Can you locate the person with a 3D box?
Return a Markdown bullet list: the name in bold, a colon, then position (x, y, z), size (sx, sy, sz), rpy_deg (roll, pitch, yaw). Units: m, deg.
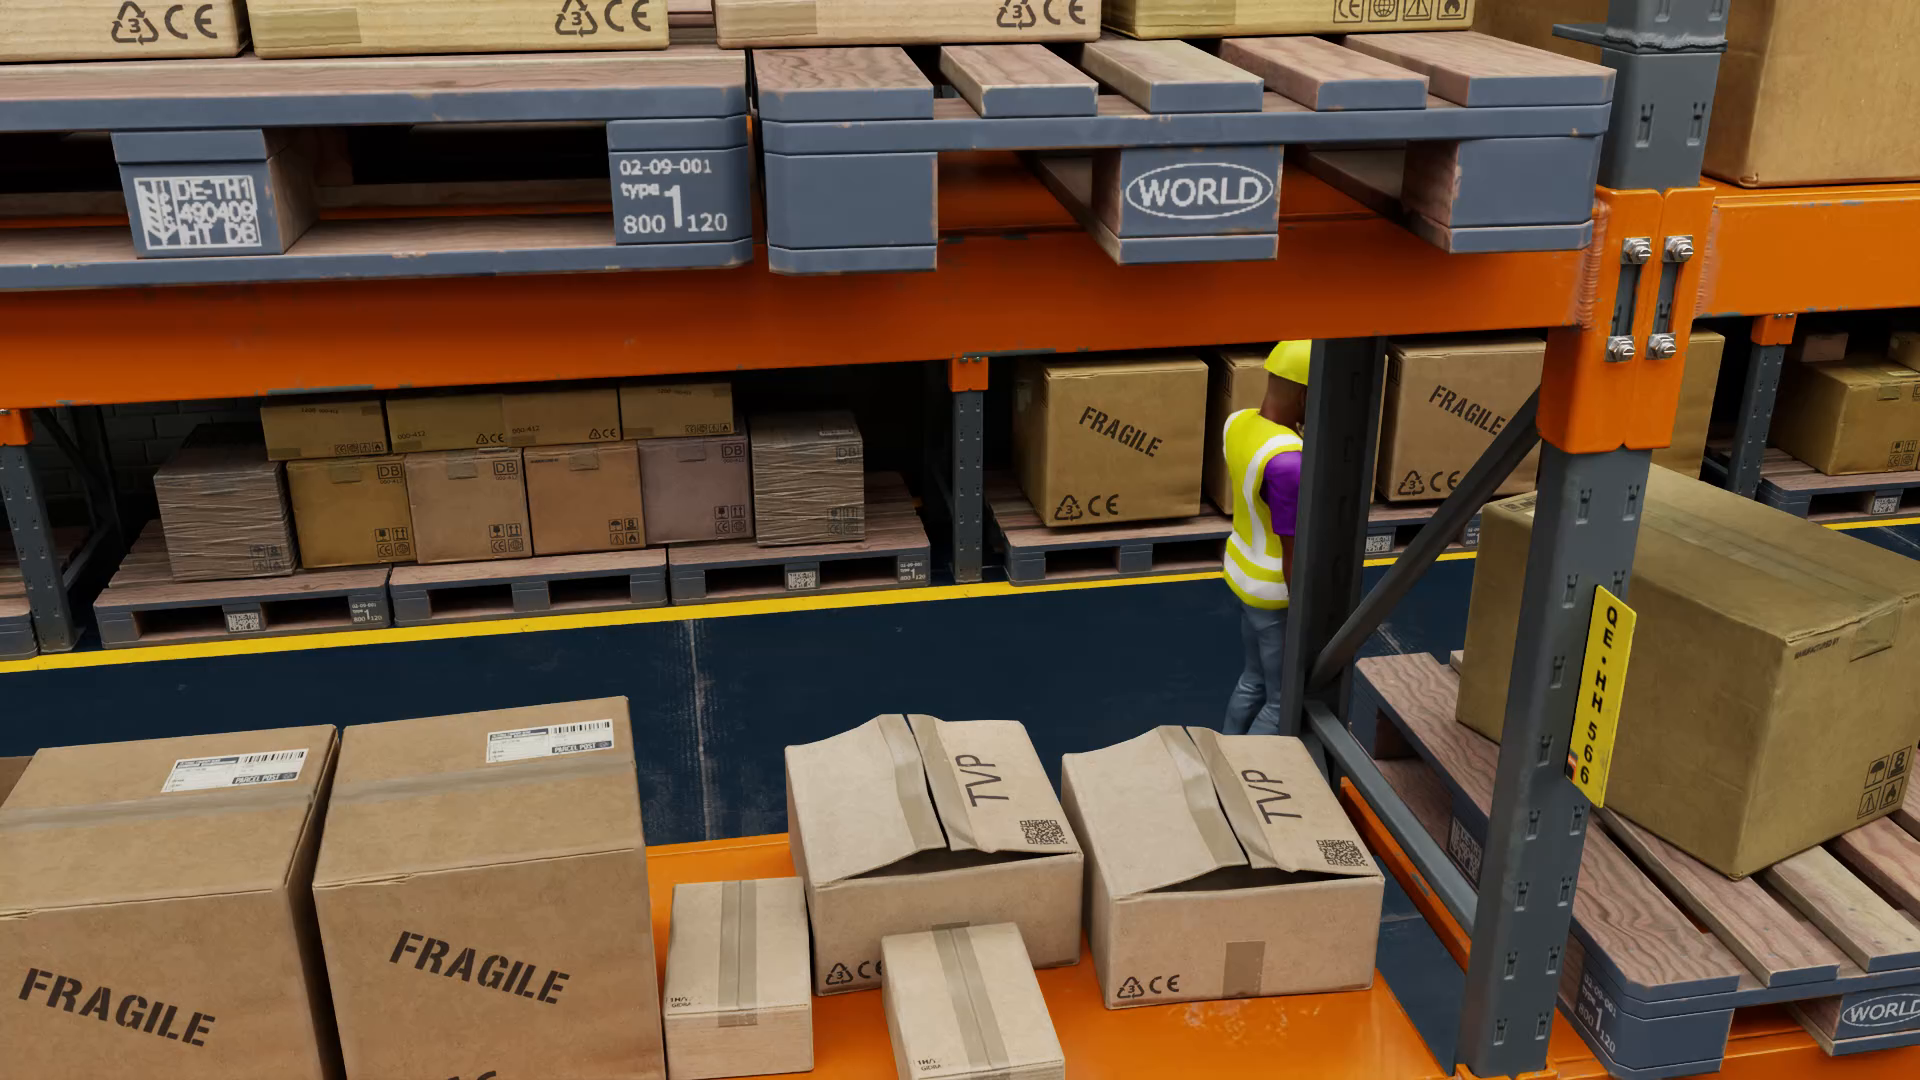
- **person**: position (1.083, 0.157, 5.708), size (0.368, 1.758, 0.568), rpy_deg (-4, 23, -9)
